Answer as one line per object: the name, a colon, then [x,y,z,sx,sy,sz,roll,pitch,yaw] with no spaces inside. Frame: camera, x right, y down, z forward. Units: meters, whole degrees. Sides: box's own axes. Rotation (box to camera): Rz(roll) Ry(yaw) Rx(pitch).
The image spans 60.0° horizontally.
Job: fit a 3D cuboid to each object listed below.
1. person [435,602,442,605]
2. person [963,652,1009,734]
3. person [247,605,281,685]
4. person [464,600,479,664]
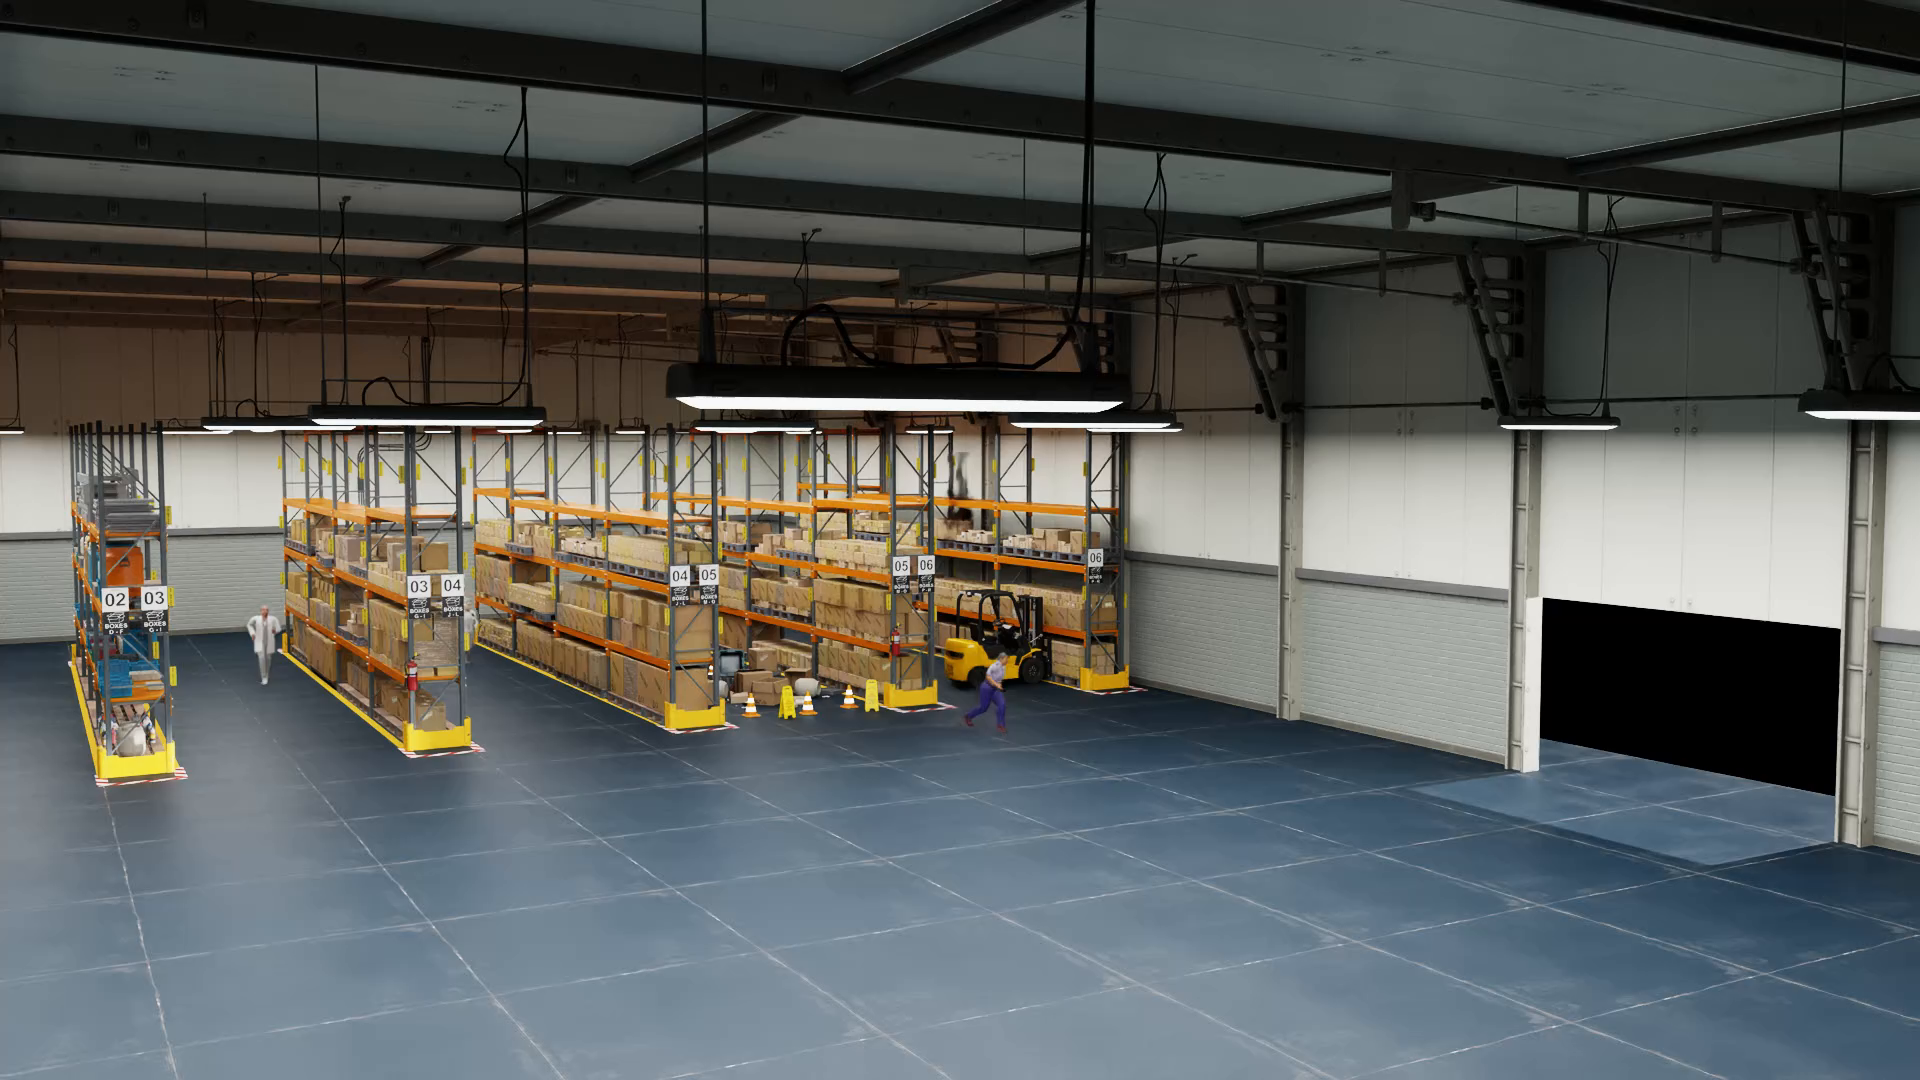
person: [-14.296,2.029,45.639,0.706,1.760,0.889,-1,4,-20]
person: [0.527,2.961,32.389,0.975,1.612,0.641,2,4,24]
person: [-16.222,2.422,38.819,0.705,1.802,0.994,-2,4,-29]
person: [-12.371,2.311,41.791,0.600,1.639,0.614,-3,5,-41]
